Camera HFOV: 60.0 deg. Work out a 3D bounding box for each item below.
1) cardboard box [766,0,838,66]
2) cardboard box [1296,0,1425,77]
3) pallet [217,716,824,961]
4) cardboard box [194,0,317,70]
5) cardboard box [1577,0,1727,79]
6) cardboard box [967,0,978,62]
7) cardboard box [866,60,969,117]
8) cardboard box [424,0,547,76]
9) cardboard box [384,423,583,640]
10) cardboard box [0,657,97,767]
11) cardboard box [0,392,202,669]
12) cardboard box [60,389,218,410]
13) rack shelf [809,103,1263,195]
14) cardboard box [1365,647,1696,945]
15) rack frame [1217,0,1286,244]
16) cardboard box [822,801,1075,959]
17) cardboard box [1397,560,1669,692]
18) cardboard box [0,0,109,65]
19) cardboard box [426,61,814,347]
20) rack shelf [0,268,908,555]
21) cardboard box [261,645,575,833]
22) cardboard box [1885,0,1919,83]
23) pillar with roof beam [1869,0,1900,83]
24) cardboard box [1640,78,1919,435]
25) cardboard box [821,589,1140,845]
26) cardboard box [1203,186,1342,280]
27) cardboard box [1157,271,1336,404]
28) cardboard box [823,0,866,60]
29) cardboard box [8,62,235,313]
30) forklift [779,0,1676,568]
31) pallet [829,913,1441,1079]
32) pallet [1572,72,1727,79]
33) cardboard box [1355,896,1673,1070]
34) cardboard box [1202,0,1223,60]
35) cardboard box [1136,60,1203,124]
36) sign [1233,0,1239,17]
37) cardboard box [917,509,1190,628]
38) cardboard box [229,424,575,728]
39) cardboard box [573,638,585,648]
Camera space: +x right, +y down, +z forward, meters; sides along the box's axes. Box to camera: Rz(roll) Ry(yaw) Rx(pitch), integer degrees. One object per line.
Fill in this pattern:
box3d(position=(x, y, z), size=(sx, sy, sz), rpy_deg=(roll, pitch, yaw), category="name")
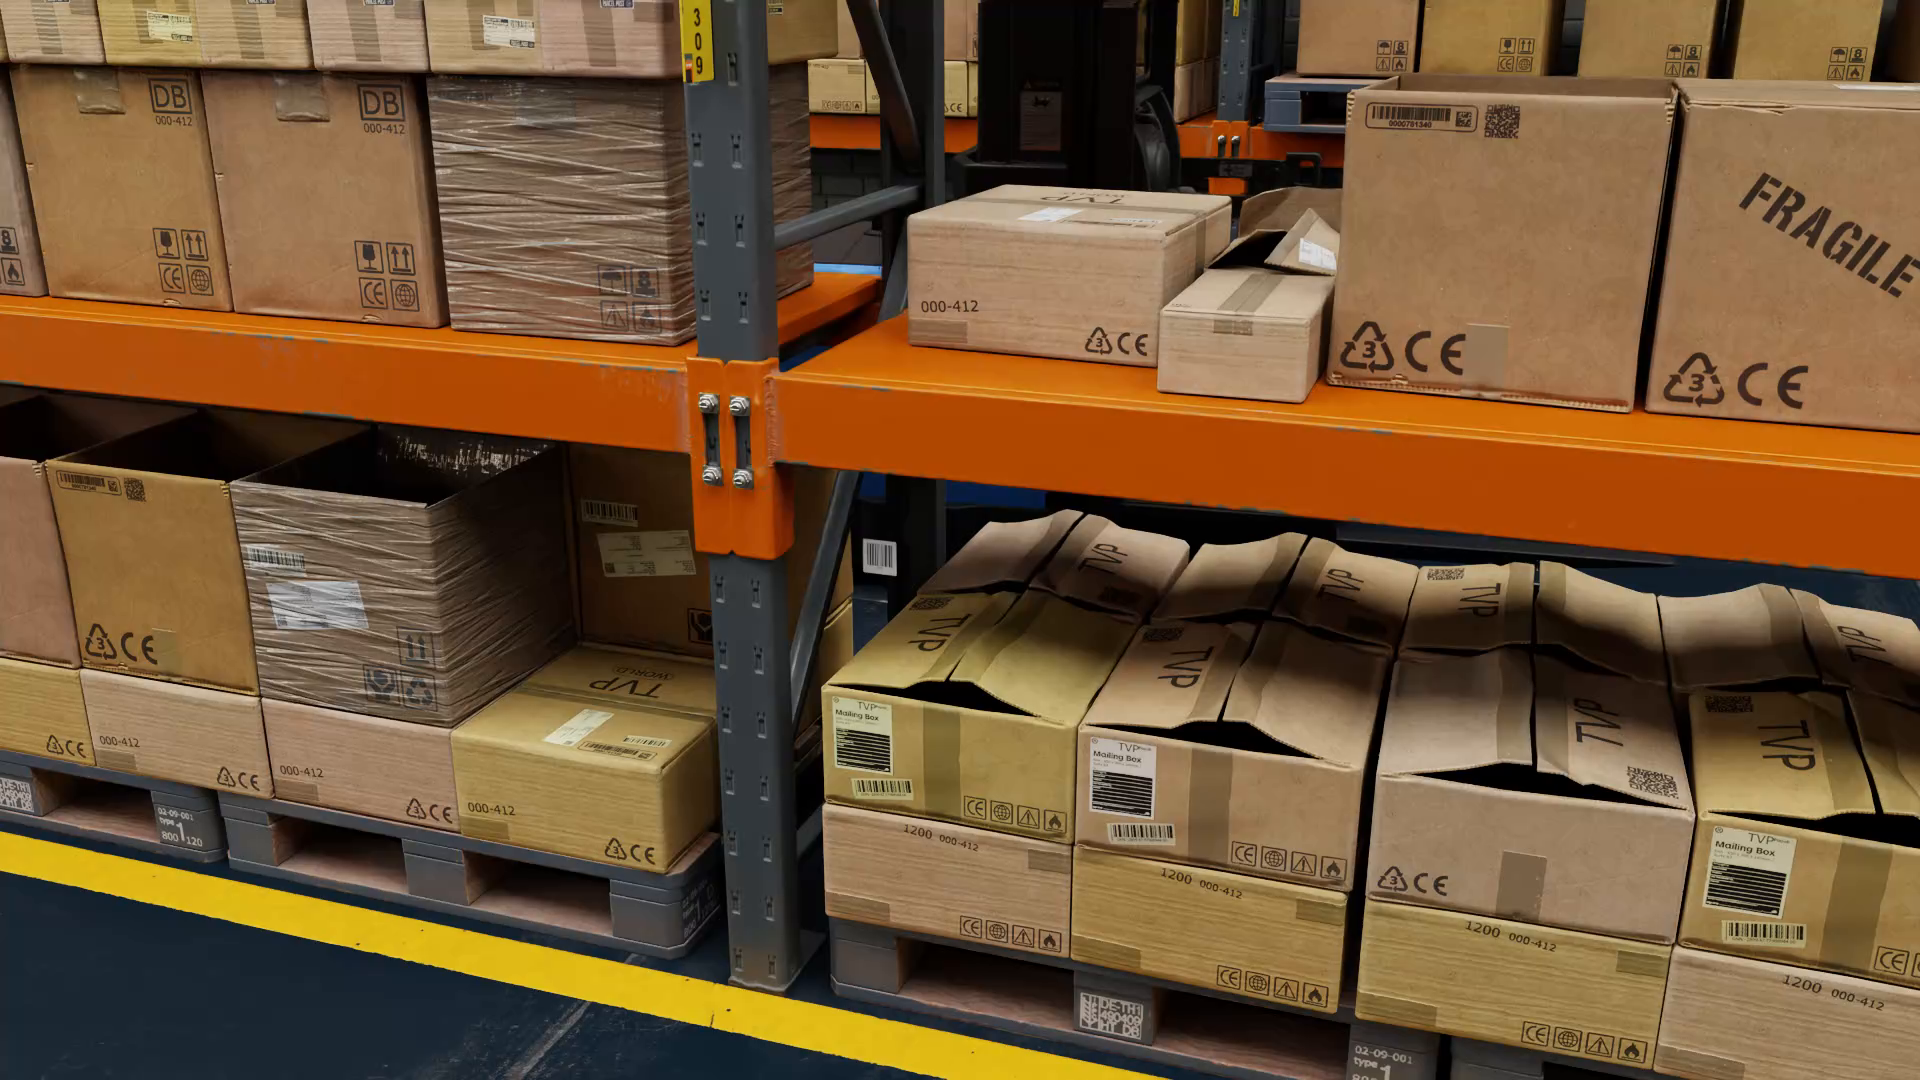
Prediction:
box3d(position=(-0.444, -1.087, 3.500), size=(0.250, 0.149, 0.380), rpy_deg=(6, 20, 18), category="cardboard box")
box3d(position=(1.838, -2.374, 7.510), size=(0.500, 0.500, 0.700), rpy_deg=(7, 20, 18), category="cardboard box")
box3d(position=(-0.992, 0.573, 4.110), size=(1.213, 0.211, 1.003), rpy_deg=(7, 20, 18), category="pallet")
box3d(position=(-1.311, -1.043, 3.375), size=(0.250, 0.149, 0.380), rpy_deg=(6, 20, 18), category="cardboard box")
box3d(position=(2.995, -2.250, 7.154), size=(0.500, 0.500, 0.700), rpy_deg=(10, 21, 26), category="cardboard box")
box3d(position=(0.347, -2.485, 7.705), size=(0.500, 0.500, 0.500), rpy_deg=(6, 20, 18), category="cardboard box")
box3d(position=(-0.127, -2.186, 7.989), size=(0.500, 0.250, 0.500), rpy_deg=(6, 20, 18), category="cardboard box")
box3d(position=(-0.814, -0.988, 3.216), size=(0.250, 0.149, 0.380), rpy_deg=(6, 20, 17), category="cardboard box")
box3d(position=(-1.064, -0.097, 4.198), size=(0.500, 0.500, 0.500), rpy_deg=(7, 20, 18), category="cardboard box")
box3d(position=(-2.183, 0.313, 4.159), size=(0.500, 0.250, 0.500), rpy_deg=(7, 20, 18), category="cardboard box")
box3d(position=(-2.183, -0.040, 4.035), size=(0.500, 0.500, 0.500), rpy_deg=(7, 20, 18), category="cardboard box")
box3d(position=(-2.007, -0.207, 4.513), size=(0.500, 0.500, 0.500), rpy_deg=(7, 20, 18), category="cardboard box")
box3d(position=(-0.521, -2.061, 8.525), size=(4.000, 0.370, 1.077), rpy_deg=(7, 20, 18), category="rack shelf")
box3d(position=(1.015, 0.424, 2.989), size=(0.500, 0.311, 0.500), rpy_deg=(6, 20, 16), category="cardboard box")
box3d(position=(1.368, -2.185, 7.787), size=(0.127, 3.000, 1.000), rpy_deg=(7, 20, 18), category="rack frame")
box3d(position=(0.046, 0.576, 3.405), size=(0.500, 0.250, 0.500), rpy_deg=(6, 20, 17), category="cardboard box")
box3d(position=(1.187, 0.255, 3.476), size=(0.500, 0.311, 0.500), rpy_deg=(6, 20, 18), category="cardboard box")
box3d(position=(-1.780, -1.098, 3.532), size=(0.250, 0.149, 0.380), rpy_deg=(7, 20, 20), category="cardboard box")
box3d(position=(-0.675, -0.737, 3.483), size=(0.500, 0.500, 0.700), rpy_deg=(6, 20, 17), category="cardboard box")
box3d(position=(-2.143, -0.521, 4.106), size=(4.000, 0.370, 1.077), rpy_deg=(7, 20, 18), category="rack shelf")
box3d(position=(-1.233, 0.417, 3.863), size=(0.500, 0.250, 0.500), rpy_deg=(7, 20, 18), category="cardboard box")
box3d(position=(4.162, -2.107, 6.744), size=(0.500, 0.500, 0.700), rpy_deg=(5, 20, 13), category="cardboard box")
box3d(position=(2.790, -3.657, 2.895), size=(0.400, 9.000, 9.100), rpy_deg=(7, 20, 18), category="pillar with roof beam")
box3d(position=(1.437, -0.492, 2.780), size=(0.500, 0.500, 0.500), rpy_deg=(7, 20, 18), category="cardboard box")
box3d(position=(0.055, 0.313, 3.308), size=(0.500, 0.311, 0.500), rpy_deg=(7, 20, 18), category="cardboard box")
box3d(position=(0.637, -0.543, 3.281), size=(0.258, 0.266, 0.396), rpy_deg=(6, 20, 17), category="cardboard box")
box3d(position=(0.516, -0.366, 2.952), size=(0.250, 0.149, 0.380), rpy_deg=(7, 20, 18), category="cardboard box")
box3d(position=(-0.617, -2.598, 8.031), size=(0.500, 0.500, 0.500), rpy_deg=(7, 20, 20), category="cardboard box")
box3d(position=(-1.648, -0.848, 3.799), size=(0.500, 0.500, 0.700), rpy_deg=(7, 20, 19), category="cardboard box")
box3d(position=(0.834, -1.319, 5.408), size=(3.031, 2.935, 1.130), rpy_deg=(4, 20, 13), category="forklift")
box3d(position=(0.455, 0.740, 3.633), size=(1.213, 0.211, 1.003), rpy_deg=(7, 20, 18), category="pallet")
box3d(position=(3.263, -1.863, 7.156), size=(1.213, 0.211, 1.003), rpy_deg=(7, 20, 18), category="pallet")
box3d(position=(1.018, 0.687, 3.087), size=(0.500, 0.250, 0.500), rpy_deg=(6, 20, 16), category="cardboard box")
box3d(position=(0.993, -2.593, 8.017), size=(0.500, 0.500, 0.500), rpy_deg=(6, 20, 17), category="cardboard box")
box3d(position=(0.821, -2.080, 7.685), size=(0.500, 0.250, 0.500), rpy_deg=(7, 20, 18), category="cardboard box")
box3d(position=(1.197, -2.424, 7.158), size=(0.005, 0.325, 0.100), rpy_deg=(7, 20, 18), category="sign")
box3d(position=(0.223, 0.146, 3.789), size=(0.500, 0.311, 0.500), rpy_deg=(7, 20, 18), category="cardboard box")
box3d(position=(-1.232, 0.062, 3.741), size=(0.500, 0.500, 0.500), rpy_deg=(7, 20, 18), category="cardboard box")
box3d(position=(-1.063, 0.256, 4.324), size=(0.500, 0.250, 0.500), rpy_deg=(7, 20, 18), category="cardboard box")
